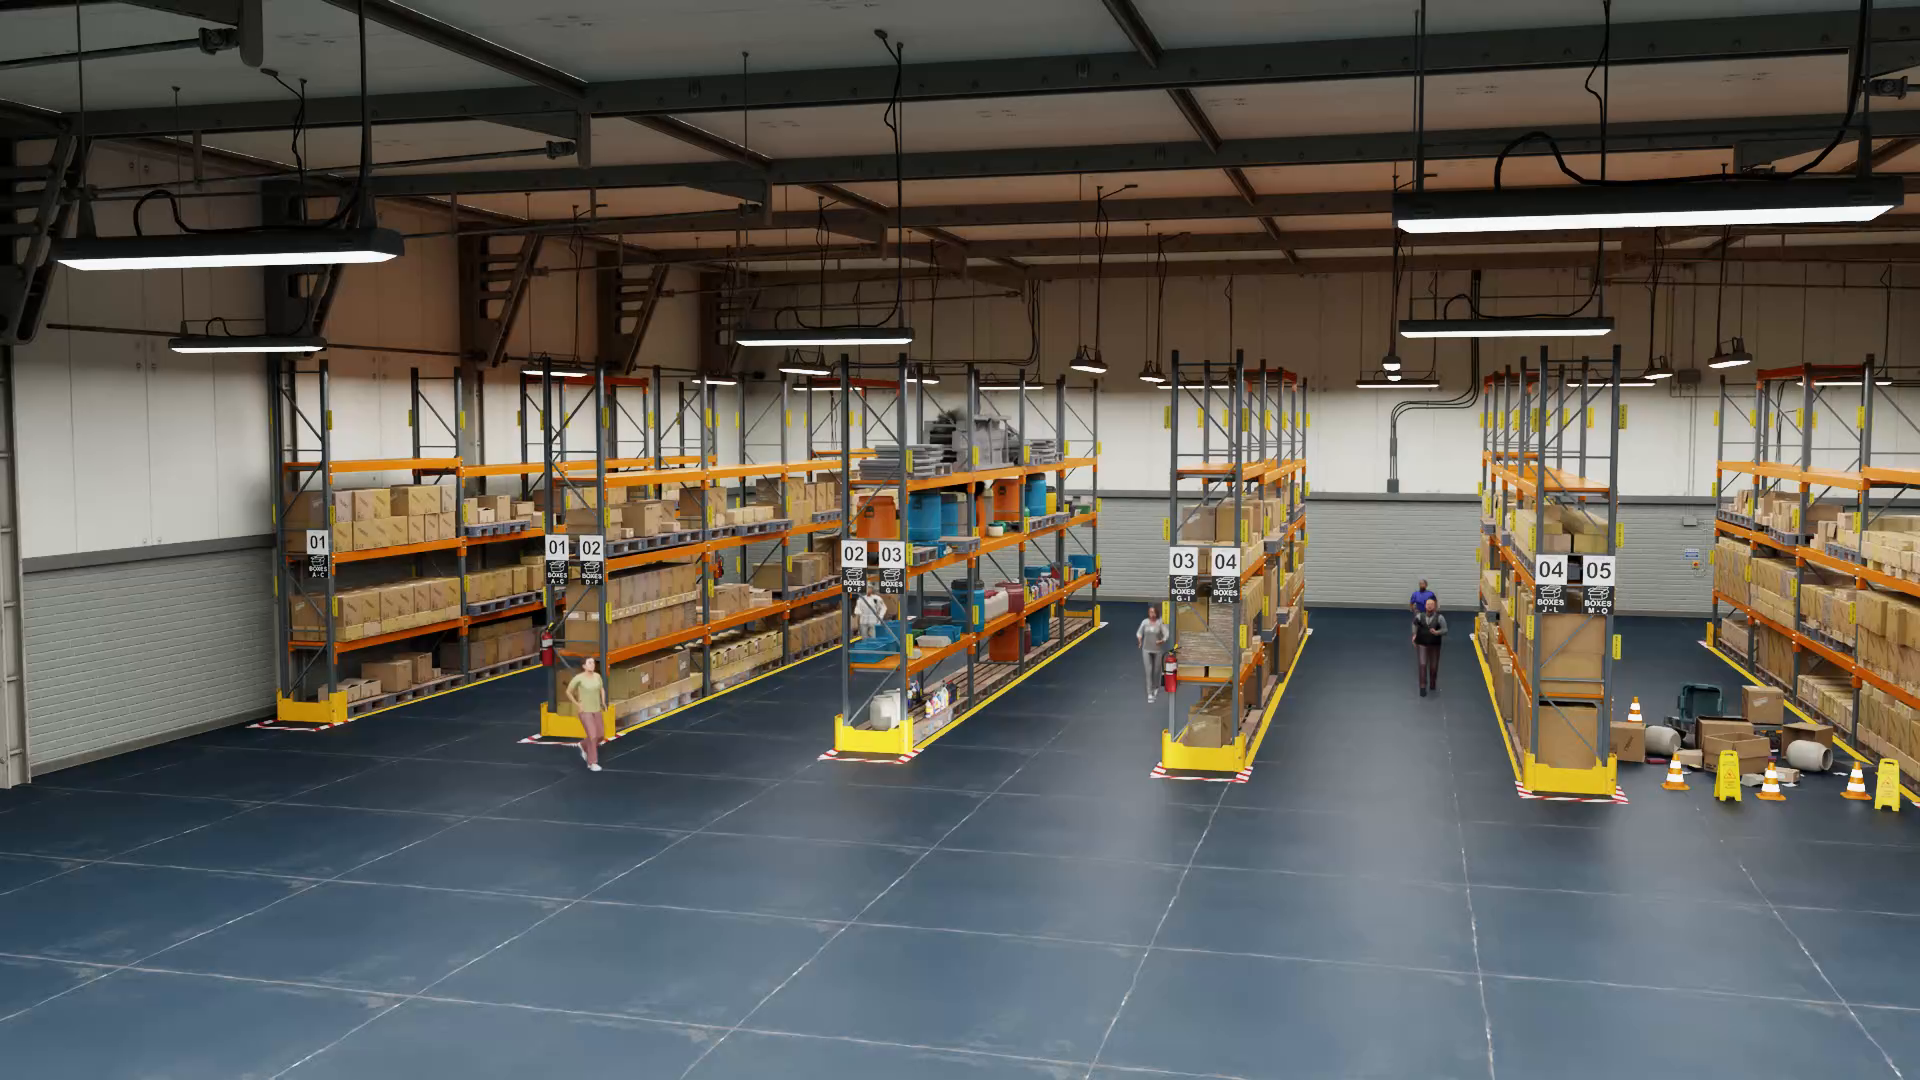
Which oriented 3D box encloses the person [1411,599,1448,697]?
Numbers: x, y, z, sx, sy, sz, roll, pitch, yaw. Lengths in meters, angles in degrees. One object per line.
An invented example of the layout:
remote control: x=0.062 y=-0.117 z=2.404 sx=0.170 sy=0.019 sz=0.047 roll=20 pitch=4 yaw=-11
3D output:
person: x=8.539 y=1.936 z=30.280 sx=0.658 sy=1.715 sz=0.945 roll=1 pitch=4 yaw=17

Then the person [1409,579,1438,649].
person: x=9.853 y=1.657 z=35.357 sx=0.587 sy=1.655 sz=0.831 roll=1 pitch=4 yaw=18

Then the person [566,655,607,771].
person: x=-5.369 y=2.466 z=23.891 sx=0.643 sy=1.643 sz=0.602 roll=4 pitch=6 yaw=45

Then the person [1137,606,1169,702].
person: x=3.244 y=1.948 z=28.006 sx=0.558 sy=1.497 sz=0.678 roll=1 pitch=4 yaw=9

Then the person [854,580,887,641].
person: x=-1.704 y=1.634 z=31.380 sx=0.596 sy=1.744 sz=0.609 roll=0 pitch=4 yaw=3
